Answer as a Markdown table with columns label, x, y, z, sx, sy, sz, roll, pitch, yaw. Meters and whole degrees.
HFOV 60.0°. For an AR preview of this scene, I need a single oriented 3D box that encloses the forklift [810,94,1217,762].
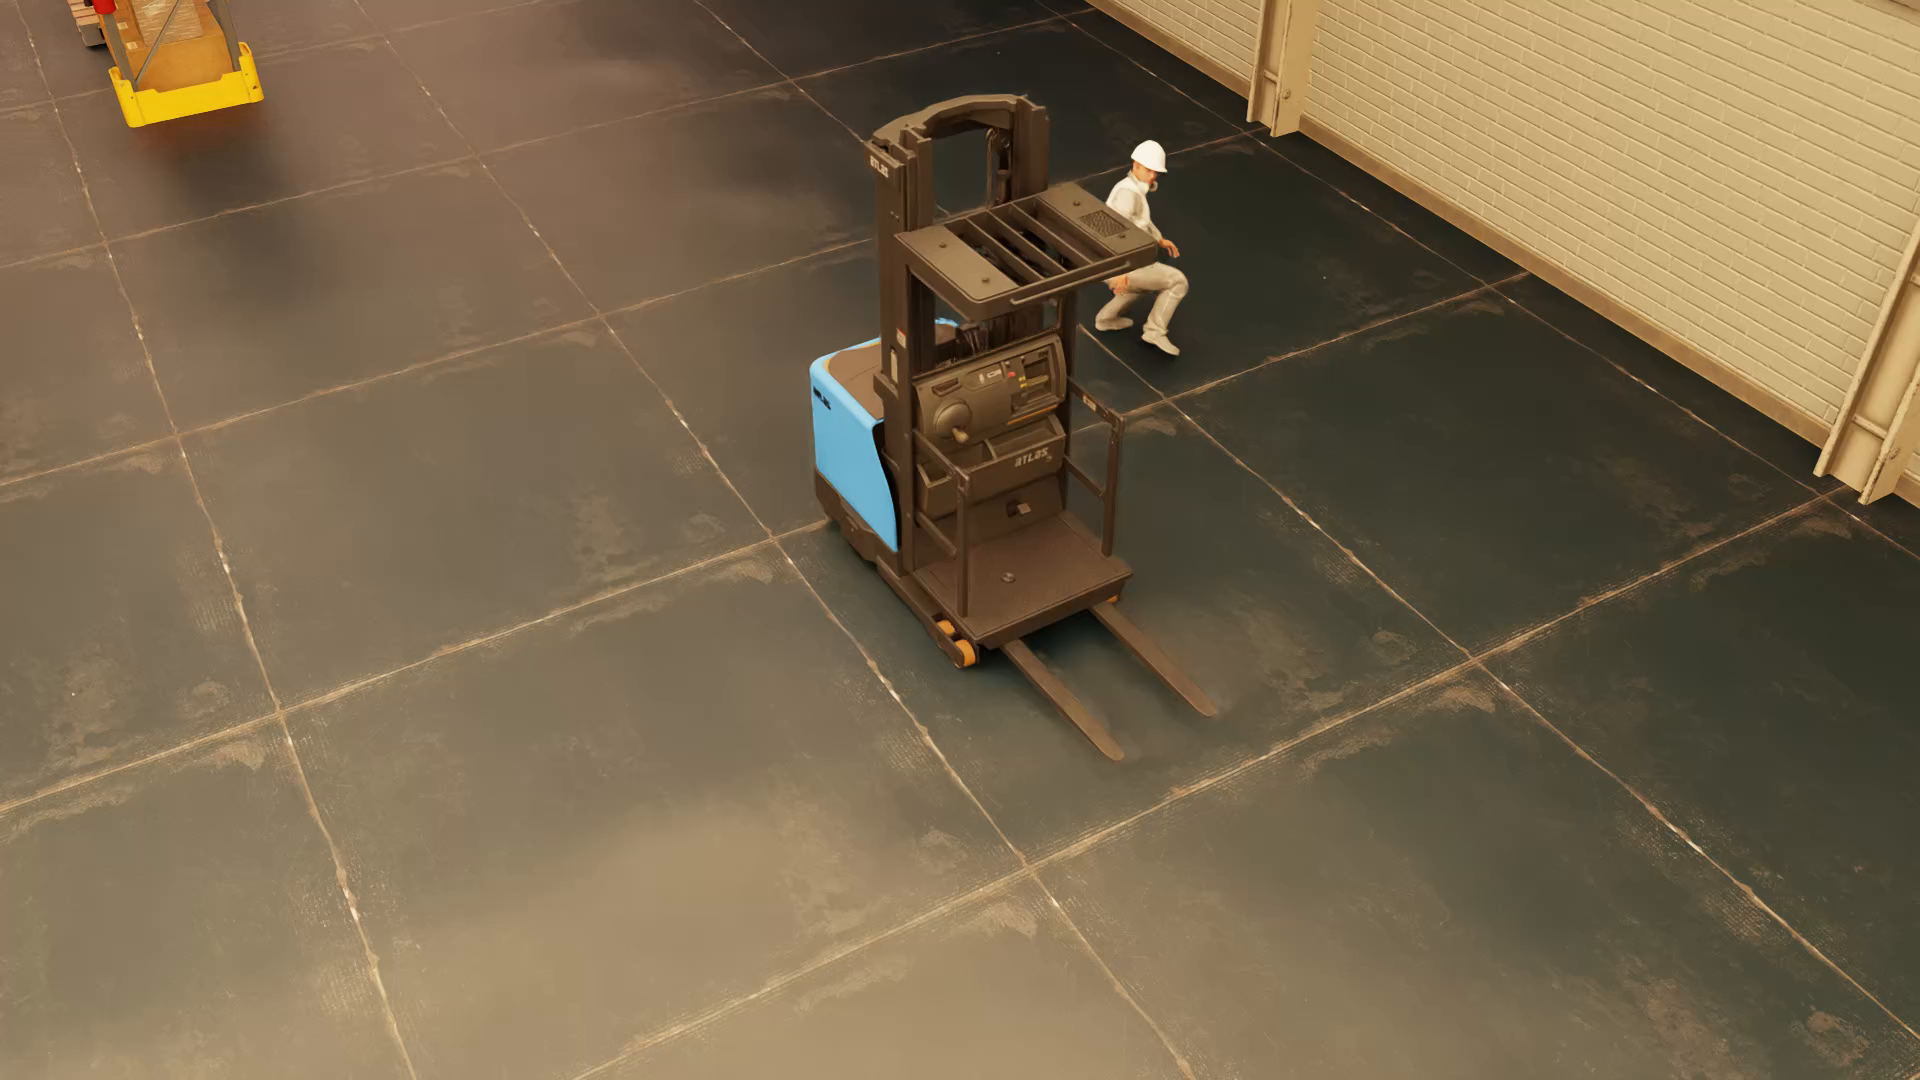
| label | x | y | z | sx | sy | sz | roll | pitch | yaw |
| --- | --- | --- | --- | --- | --- | --- | --- | --- | --- |
| forklift | 0.291 | -0.743 | 8.932 | 1.130 | 2.935 | 3.031 | -22 | 44 | -24 |

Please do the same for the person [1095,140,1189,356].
| label | x | y | z | sx | sy | sz | roll | pitch | yaw |
| --- | --- | --- | --- | --- | --- | --- | --- | --- | --- |
| person | 1.258 | -1.993 | 11.564 | 0.688 | 1.547 | 0.772 | -5 | 40 | -6 |
